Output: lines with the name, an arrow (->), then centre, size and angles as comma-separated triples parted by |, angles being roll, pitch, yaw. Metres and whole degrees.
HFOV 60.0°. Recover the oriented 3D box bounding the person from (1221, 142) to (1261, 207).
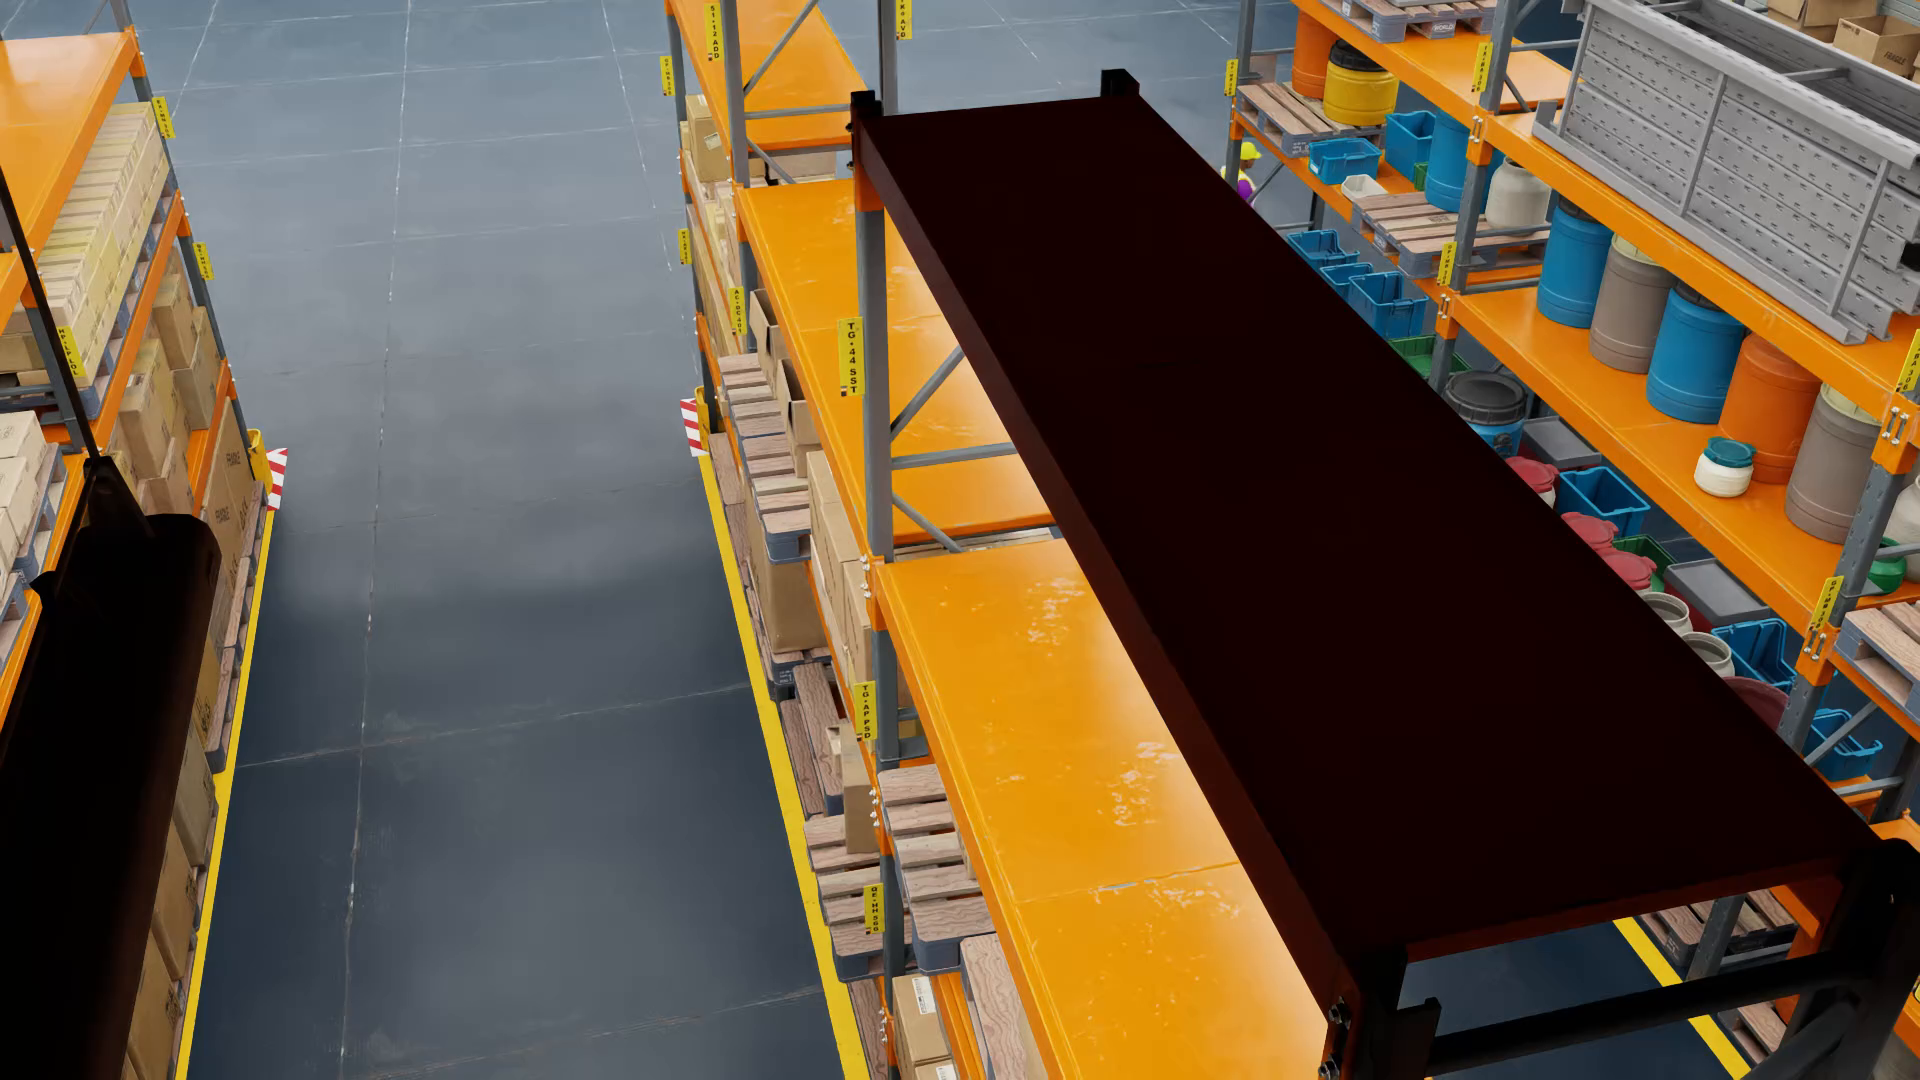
person -> 2.937, -3.330, 17.421 | 0.908, 1.742, 0.568 | -2, 34, -3
